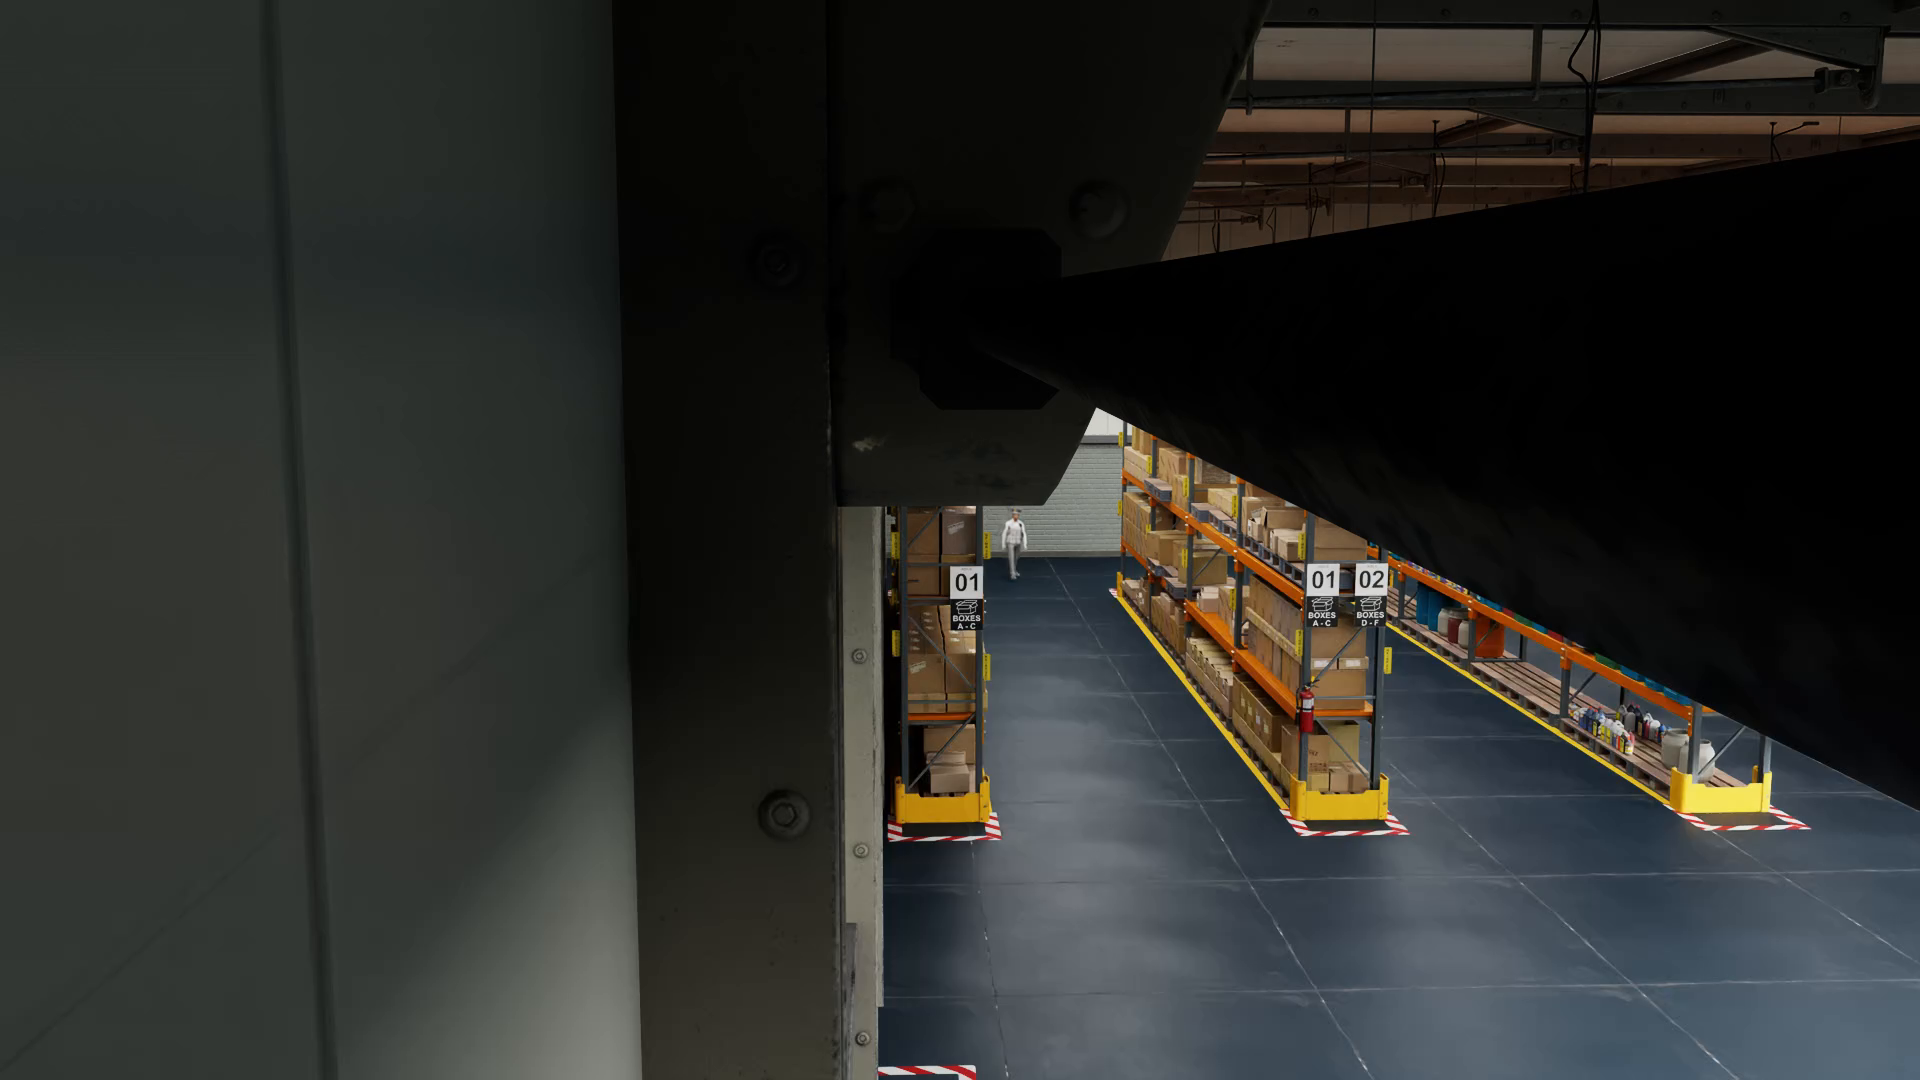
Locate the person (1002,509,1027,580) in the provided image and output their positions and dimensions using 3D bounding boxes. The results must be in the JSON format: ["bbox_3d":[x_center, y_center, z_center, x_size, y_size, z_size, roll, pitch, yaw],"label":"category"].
[{"bbox_3d":[1.266,0.085,38.629,0.562,1.645,0.880,-4,9,-26],"label":"person"}]
